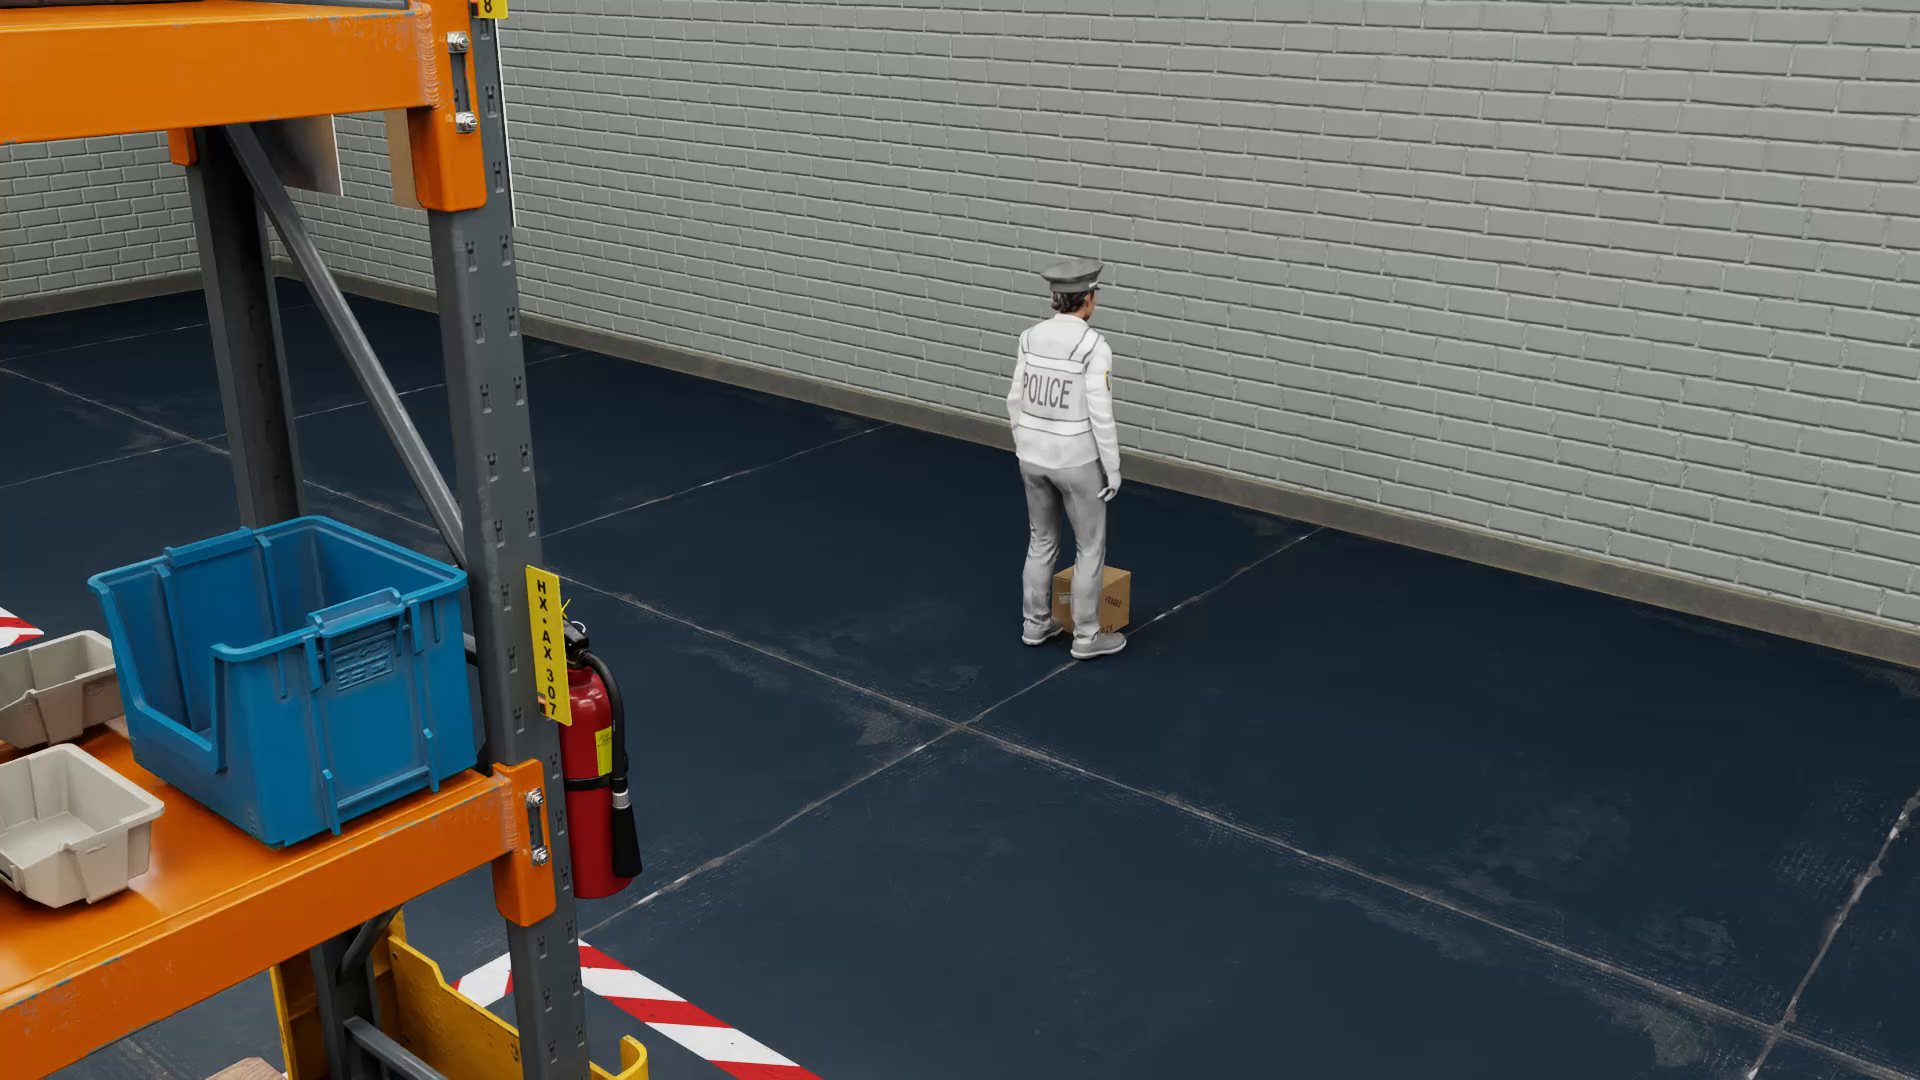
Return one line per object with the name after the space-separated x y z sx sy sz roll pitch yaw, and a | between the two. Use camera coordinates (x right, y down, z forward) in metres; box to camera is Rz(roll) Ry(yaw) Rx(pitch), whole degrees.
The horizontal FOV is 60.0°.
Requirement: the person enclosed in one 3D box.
0.440 -0.327 6.955 0.527 1.662 0.376 16 26 36 | person
